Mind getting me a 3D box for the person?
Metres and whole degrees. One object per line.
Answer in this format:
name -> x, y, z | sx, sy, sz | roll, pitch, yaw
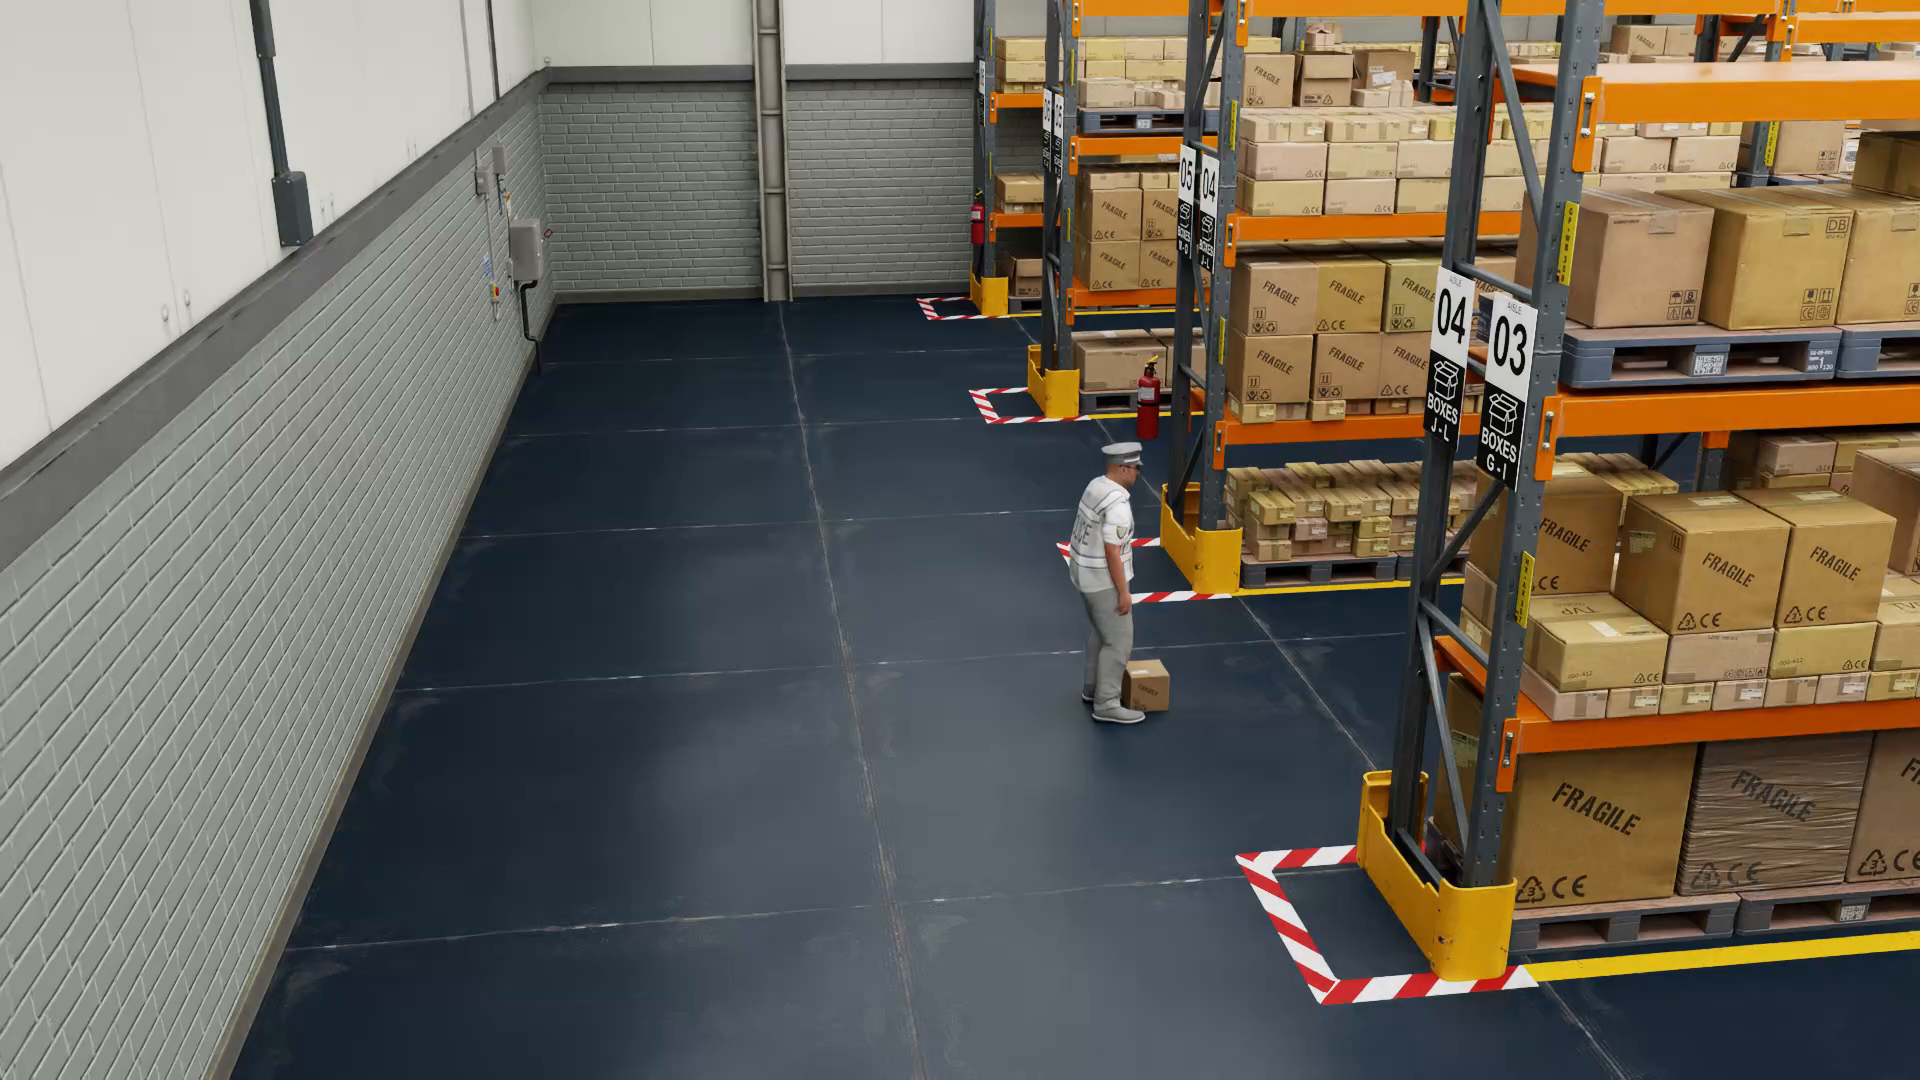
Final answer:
person -> 0.915, 0.249, 10.374 | 0.446, 1.746, 0.588 | -4, 20, -10
